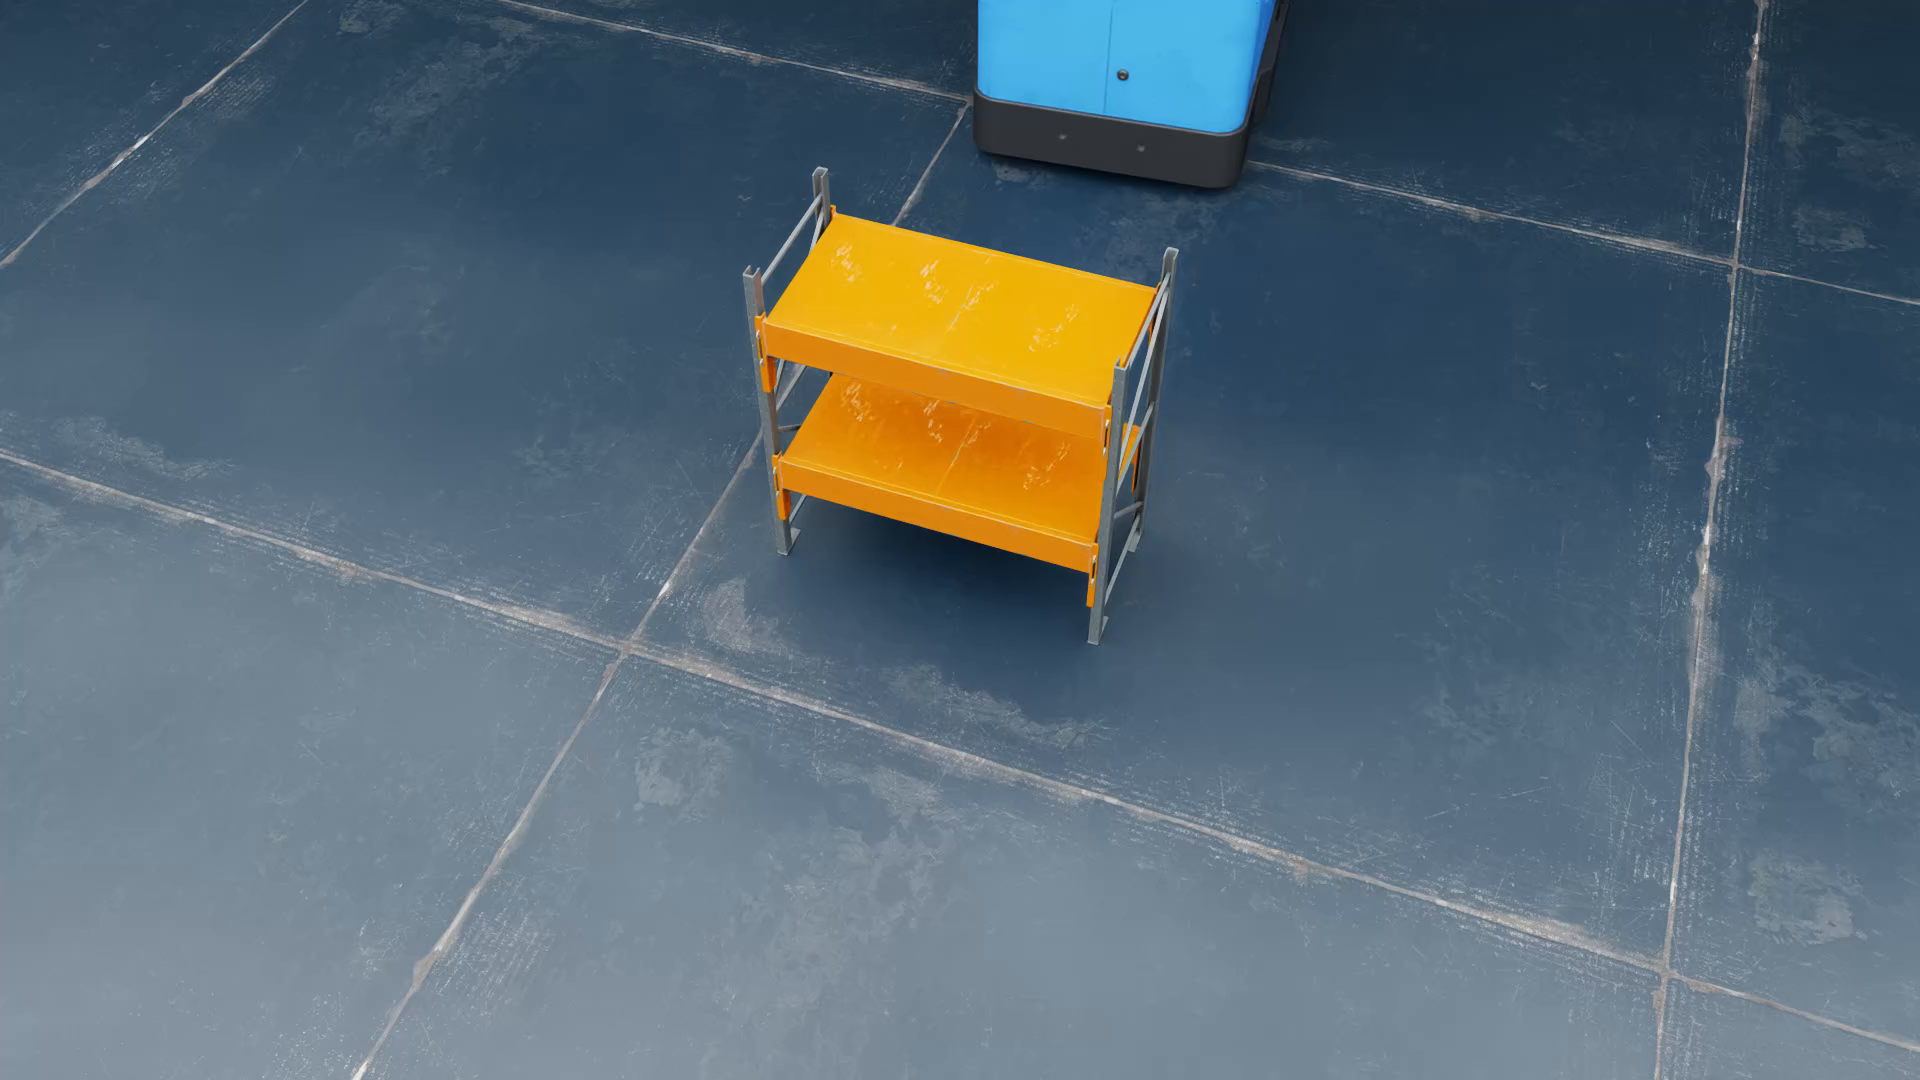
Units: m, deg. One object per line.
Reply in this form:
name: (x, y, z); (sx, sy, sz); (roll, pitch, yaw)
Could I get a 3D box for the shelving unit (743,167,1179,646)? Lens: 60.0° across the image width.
shelving unit: (0.006, -0.367, 4.823); (1.048, 1.125, 0.538); (16, 51, 13)

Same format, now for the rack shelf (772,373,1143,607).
rack shelf: (0.006, -0.206, 5.008); (1.000, 0.278, 0.538); (16, 51, 13)

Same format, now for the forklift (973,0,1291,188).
forklift: (0.925, -3.437, 6.289); (1.130, 2.935, 3.031); (11, 50, 10)

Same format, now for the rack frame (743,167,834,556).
rack frame: (-0.471, -0.500, 4.939); (0.032, 1.125, 0.500); (16, 51, 13)

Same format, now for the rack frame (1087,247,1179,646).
rack frame: (0.483, -0.234, 4.708); (0.032, 1.125, 0.500); (16, 51, 13)

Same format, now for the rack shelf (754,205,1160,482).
rack shelf: (0.006, -0.558, 4.602); (1.000, 0.278, 0.538); (16, 51, 13)
